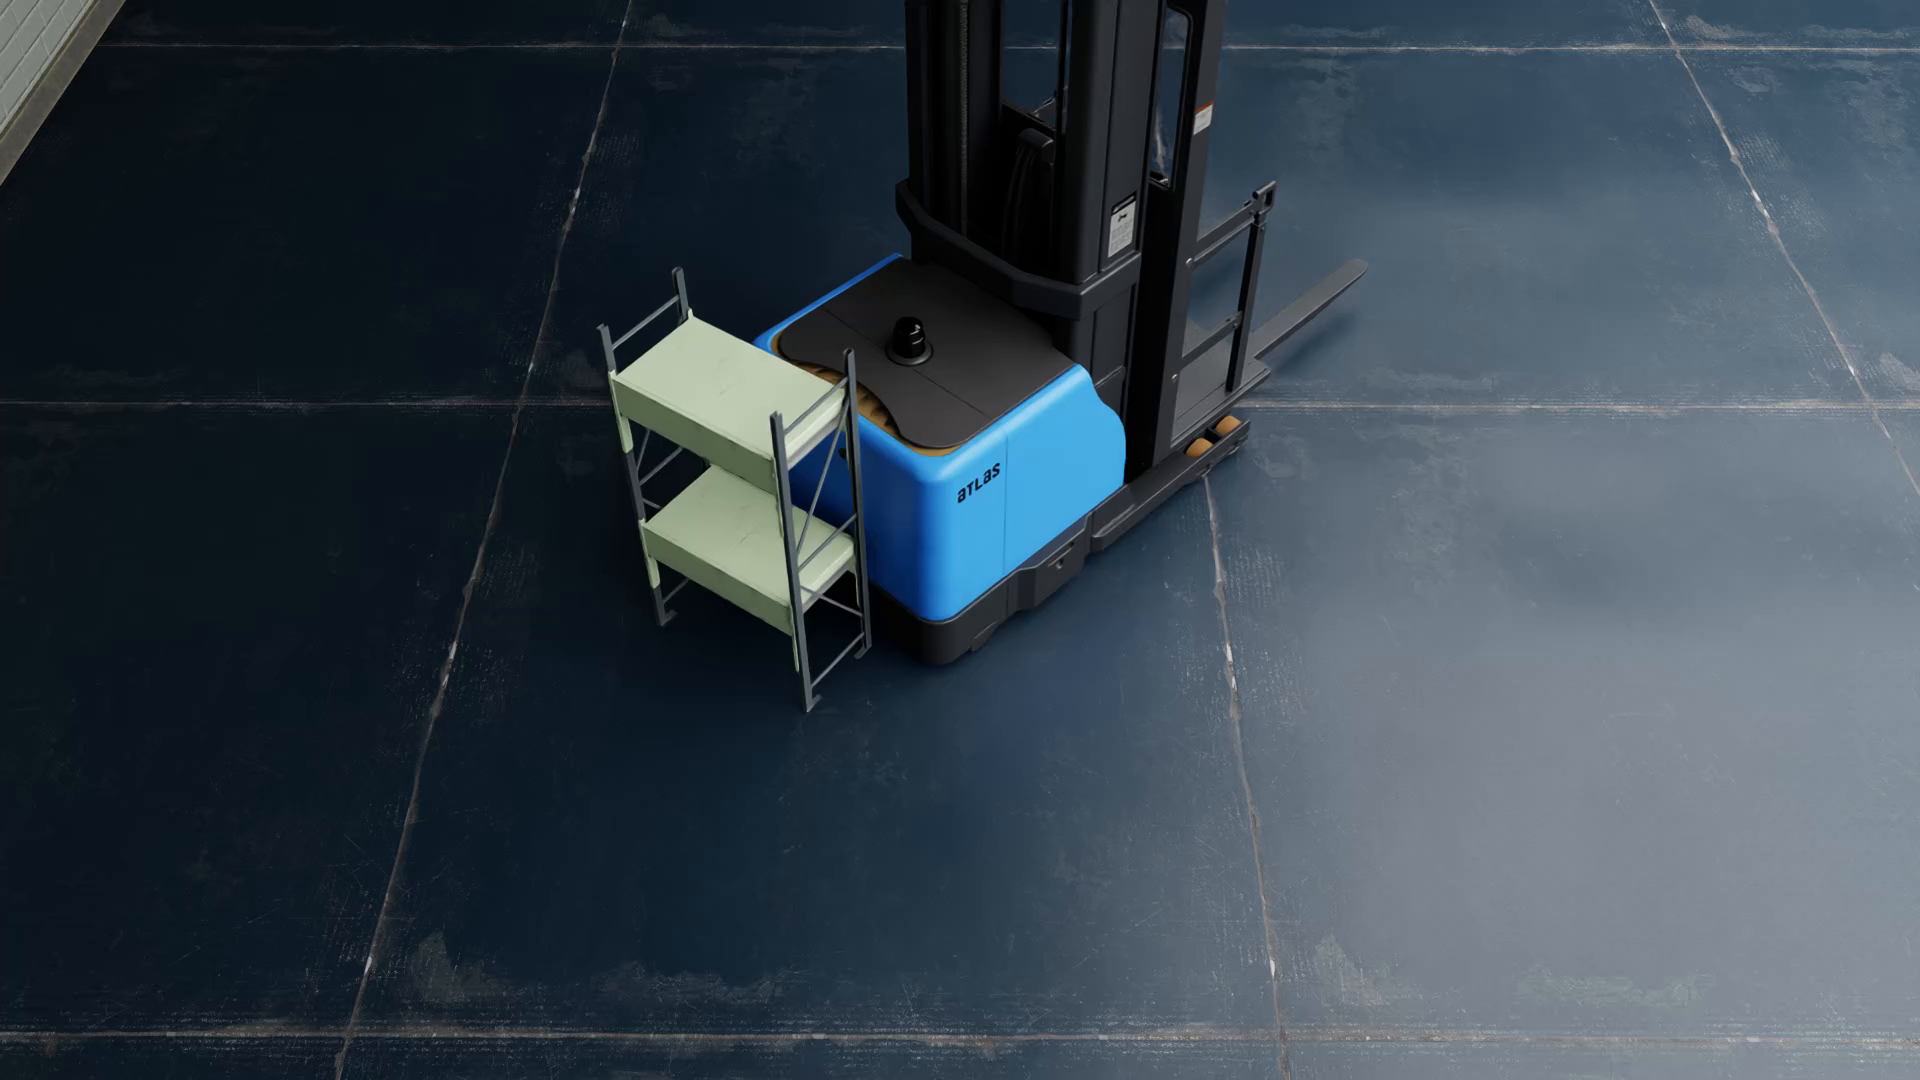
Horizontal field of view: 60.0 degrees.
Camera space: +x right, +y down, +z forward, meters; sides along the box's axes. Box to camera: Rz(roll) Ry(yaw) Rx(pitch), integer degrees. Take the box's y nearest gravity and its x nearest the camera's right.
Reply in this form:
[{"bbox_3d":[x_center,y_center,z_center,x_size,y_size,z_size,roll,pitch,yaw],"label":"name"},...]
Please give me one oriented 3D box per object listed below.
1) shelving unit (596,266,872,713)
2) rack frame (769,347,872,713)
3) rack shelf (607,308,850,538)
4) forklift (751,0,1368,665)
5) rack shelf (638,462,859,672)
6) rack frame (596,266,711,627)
[{"bbox_3d":[-0.765,-0.140,5.937,0.755,1.500,0.431,27,53,23],"label":"shelving unit"},{"bbox_3d":[-0.465,0.014,5.793,0.023,1.500,0.400,27,53,23],"label":"rack frame"},{"bbox_3d":[-0.765,-0.406,5.651,0.720,0.370,0.431,27,53,23],"label":"rack shelf"},{"bbox_3d":[0.600,-1.505,6.229,1.130,2.935,3.031,36,56,28],"label":"forklift"},{"bbox_3d":[-0.765,0.082,6.175,0.720,0.370,0.431,27,53,23],"label":"rack shelf"},{"bbox_3d":[-1.064,-0.294,6.080,0.023,1.500,0.400,27,53,23],"label":"rack frame"}]
